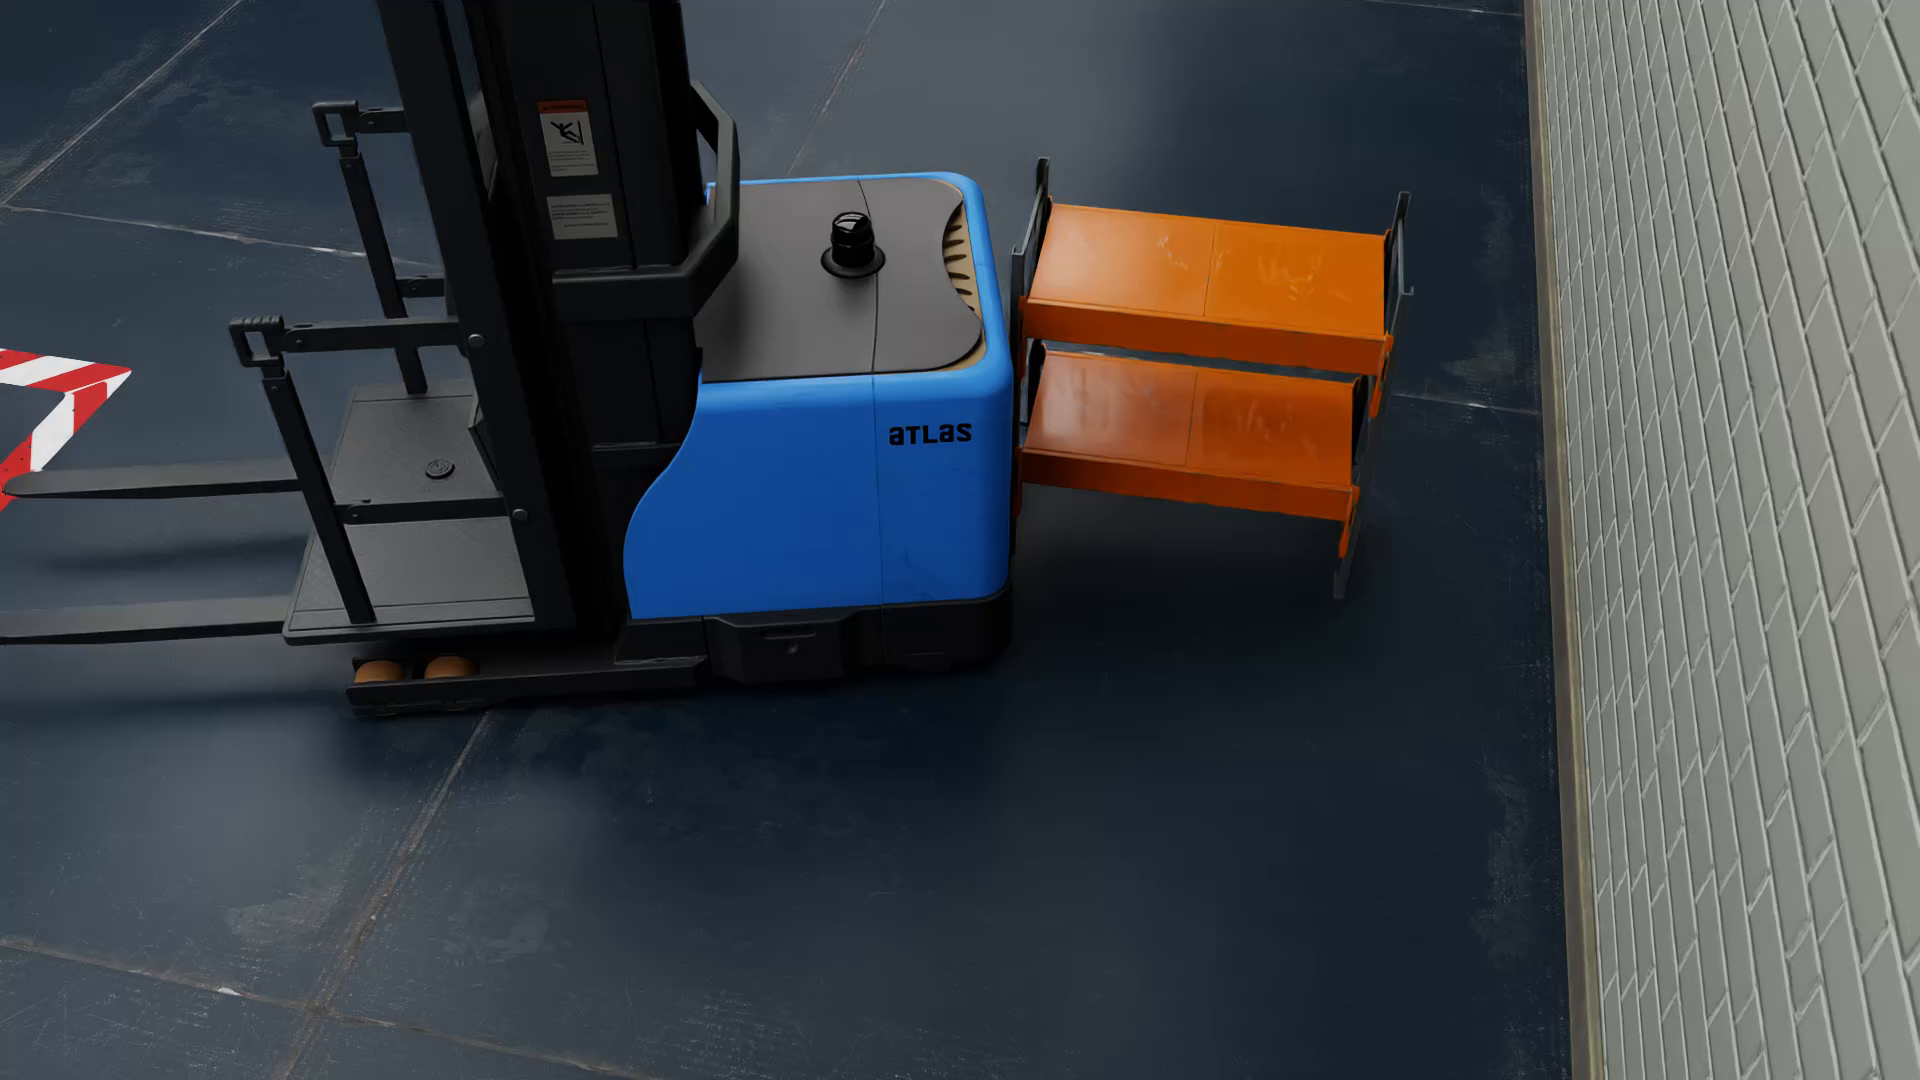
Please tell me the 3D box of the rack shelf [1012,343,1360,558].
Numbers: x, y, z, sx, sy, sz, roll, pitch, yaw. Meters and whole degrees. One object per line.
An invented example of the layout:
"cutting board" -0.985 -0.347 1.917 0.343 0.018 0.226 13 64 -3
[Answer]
"rack shelf" 0.697 -0.284 5.086 1.000 0.278 0.538 7 44 7

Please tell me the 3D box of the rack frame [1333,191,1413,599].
"rack frame" 1.197 -0.397 4.851 0.032 1.125 0.500 7 44 7

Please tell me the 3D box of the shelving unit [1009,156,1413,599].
"shelving unit" 0.697 -0.460 4.917 1.048 1.125 0.538 7 44 7

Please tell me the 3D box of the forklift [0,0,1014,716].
"forklift" -1.396 -0.940 4.113 3.031 2.935 1.130 -3 44 -3

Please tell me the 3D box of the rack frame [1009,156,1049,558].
"rack frame" 0.197 -0.523 4.982 0.032 1.125 0.500 7 44 7

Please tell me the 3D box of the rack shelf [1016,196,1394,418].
"rack shelf" 0.697 -0.671 4.714 1.000 0.278 0.538 7 44 7
